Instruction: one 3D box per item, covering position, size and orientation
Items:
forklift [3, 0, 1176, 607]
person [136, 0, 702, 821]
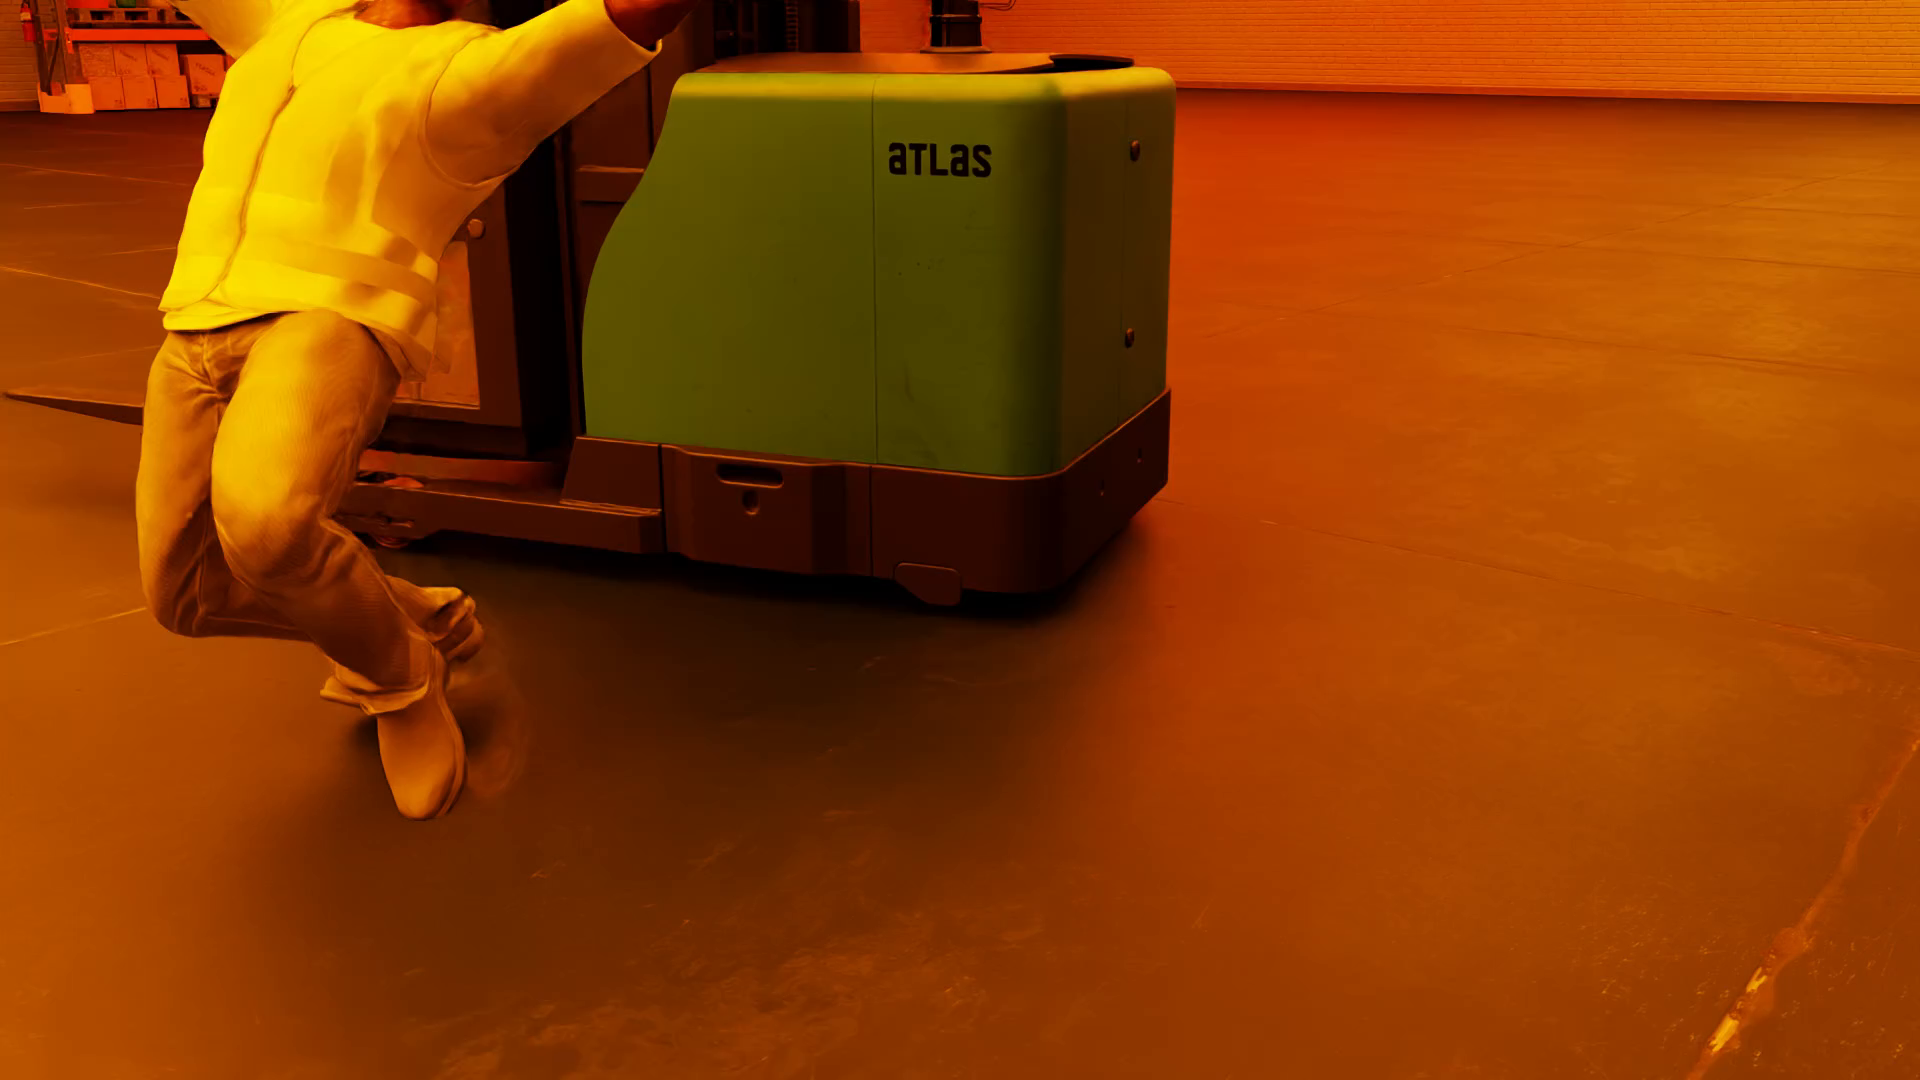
[{"bbox_3d":[-1.049,-1.517,3.892,3.031,2.935,1.130,6,18,20],"label":"forklift"},{"bbox_3d":[-0.801,-0.397,2.462,1.129,1.666,0.838,8,19,26],"label":"person"}]
